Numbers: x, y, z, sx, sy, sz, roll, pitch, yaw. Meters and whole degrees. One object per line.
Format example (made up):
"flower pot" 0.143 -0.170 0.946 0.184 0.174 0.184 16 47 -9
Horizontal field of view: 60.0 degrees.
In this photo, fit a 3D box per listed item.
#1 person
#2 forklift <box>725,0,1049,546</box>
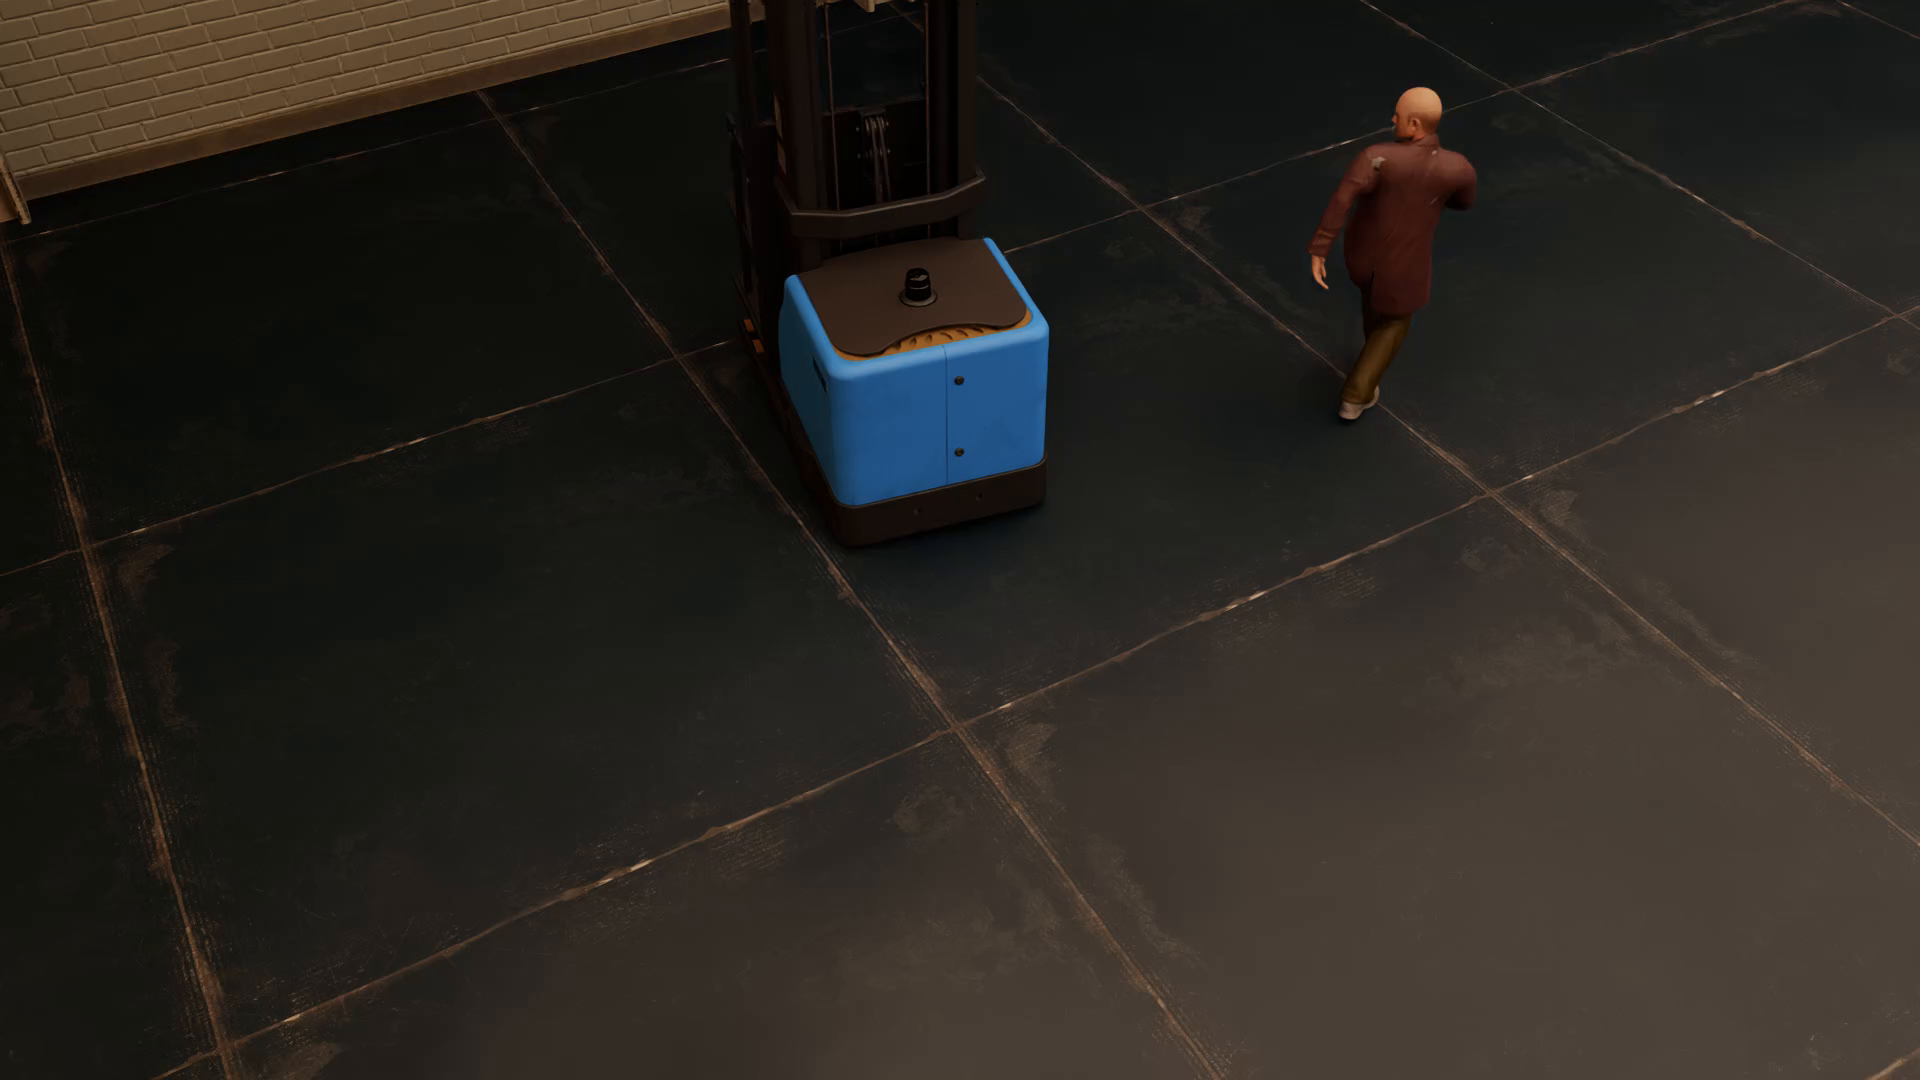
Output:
"person" 2.111 -1.341 8.221 0.628 1.575 0.963 20 47 21
"forklift" -0.554 -2.062 7.921 1.130 2.935 3.031 -13 44 -14
